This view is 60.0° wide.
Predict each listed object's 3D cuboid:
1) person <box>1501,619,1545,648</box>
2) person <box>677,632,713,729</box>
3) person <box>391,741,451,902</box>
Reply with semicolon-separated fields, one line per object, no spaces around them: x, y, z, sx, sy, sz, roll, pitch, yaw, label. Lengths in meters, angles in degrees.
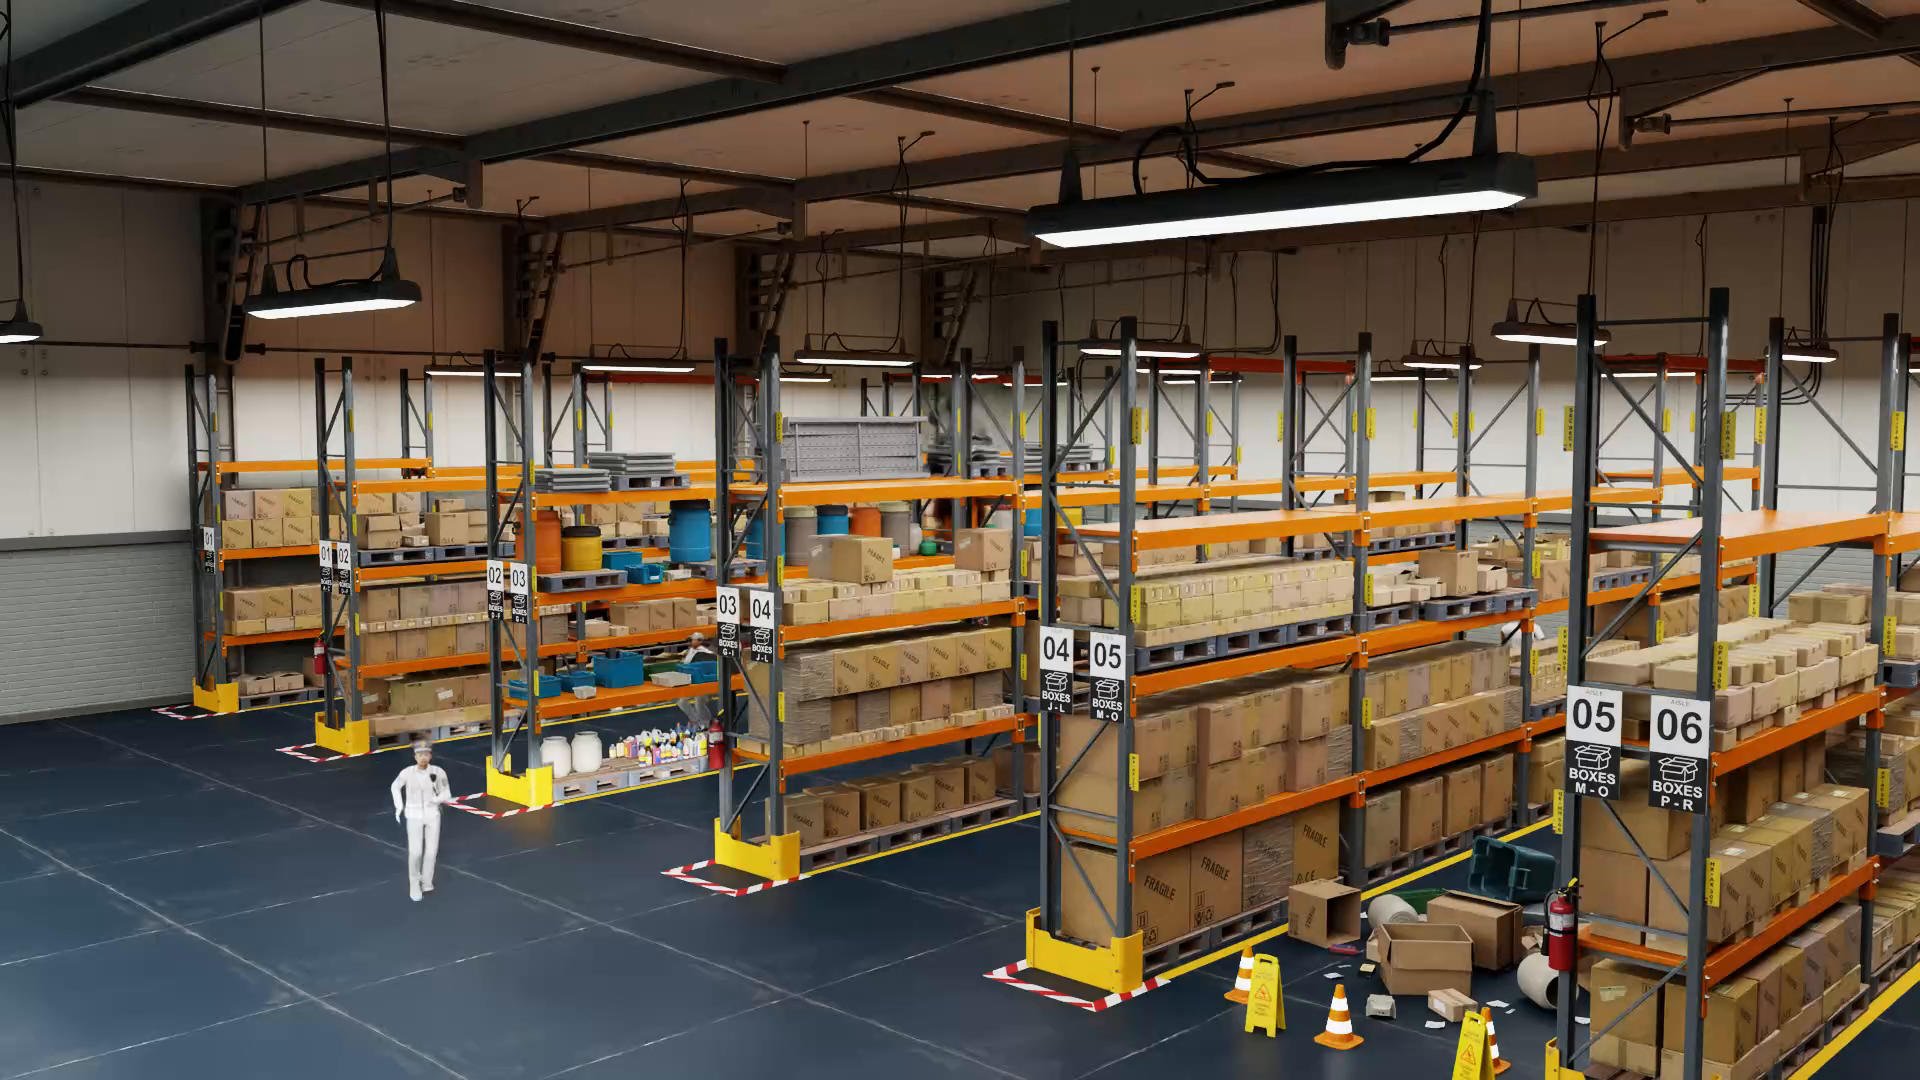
9.777;2.066;28.911;0.741;1.796;0.859;1;5;19;person
-4.203;2.302;26.651;0.663;1.664;0.593;4;6;44;person
-5.696;2.972;17.631;0.579;1.706;0.666;-2;5;-23;person
